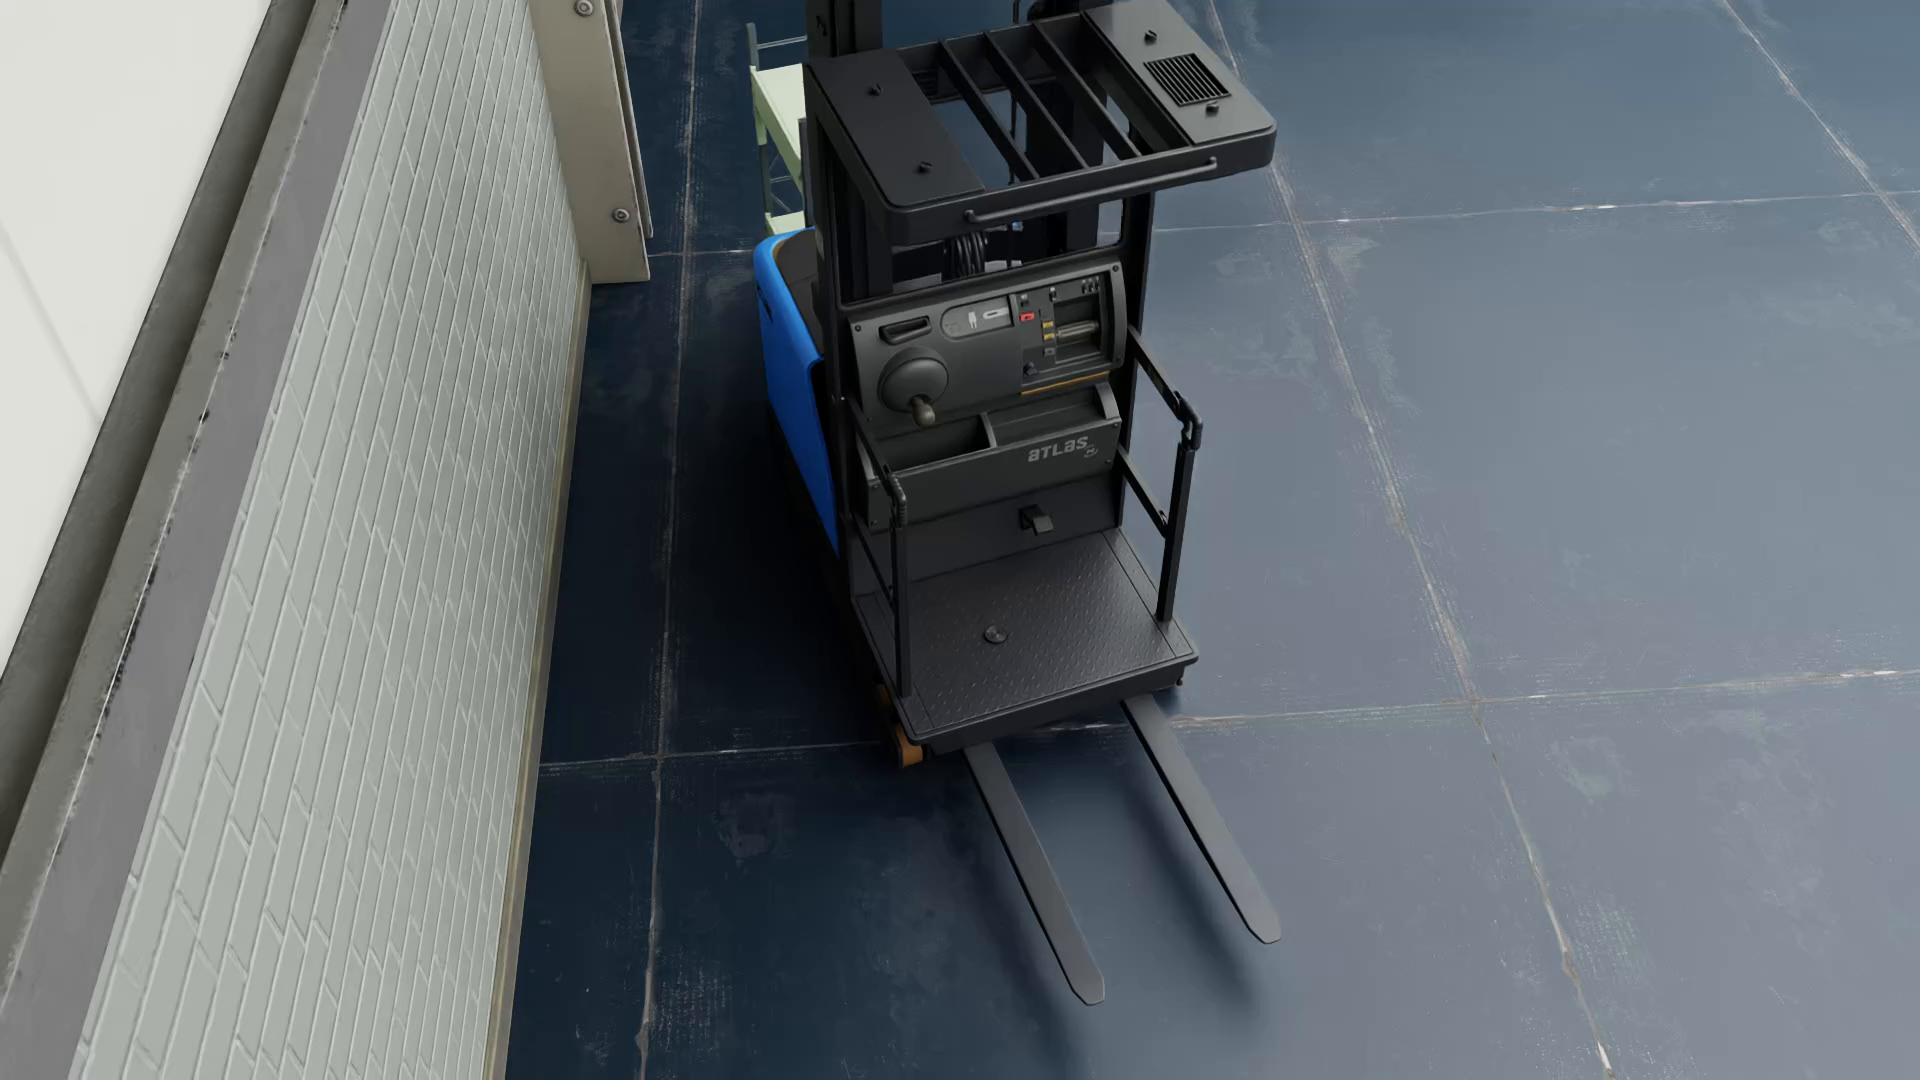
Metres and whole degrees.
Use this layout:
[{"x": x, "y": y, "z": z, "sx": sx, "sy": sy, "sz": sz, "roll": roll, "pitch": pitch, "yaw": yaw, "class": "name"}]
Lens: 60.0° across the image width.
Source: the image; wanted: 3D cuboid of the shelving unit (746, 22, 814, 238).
[{"x": -0.537, "y": -1.338, "z": 6.984, "sx": 0.431, "sy": 1.500, "sz": 0.755, "roll": -15, "pitch": 48, "yaw": -14, "class": "shelving unit"}]

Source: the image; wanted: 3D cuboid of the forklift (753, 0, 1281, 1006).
[{"x": 0.178, "y": -0.542, "z": 5.245, "sx": 1.130, "sy": 2.935, "sz": 3.031, "roll": -15, "pitch": 48, "yaw": -14, "class": "forklift"}]

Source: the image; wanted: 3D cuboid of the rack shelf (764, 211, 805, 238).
[{"x": -0.537, "y": -1.114, "z": 7.221, "sx": 0.431, "sy": 0.370, "sz": 0.720, "roll": -15, "pitch": 48, "yaw": -14, "class": "rack shelf"}]

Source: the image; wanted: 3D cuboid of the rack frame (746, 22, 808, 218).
[{"x": -0.664, "y": -1.587, "z": 7.220, "sx": 0.400, "sy": 1.500, "sz": 0.023, "roll": -15, "pitch": 48, "yaw": -14, "class": "rack frame"}]

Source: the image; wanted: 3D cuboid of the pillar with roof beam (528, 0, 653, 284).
[{"x": 2.640, "y": -4.725, "z": 5.027, "sx": 9.100, "sy": 9.000, "sz": 0.400, "roll": -3, "pitch": 47, "yaw": -3, "class": "pillar with roof beam"}]

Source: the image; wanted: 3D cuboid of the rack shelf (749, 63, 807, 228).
[{"x": -0.537, "y": -1.606, "z": 6.701, "sx": 0.431, "sy": 0.370, "sz": 0.720, "roll": -15, "pitch": 48, "yaw": -14, "class": "rack shelf"}]

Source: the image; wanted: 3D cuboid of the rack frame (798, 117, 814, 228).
[{"x": -0.410, "y": -1.089, "z": 6.748, "sx": 0.400, "sy": 1.500, "sz": 0.023, "roll": -15, "pitch": 48, "yaw": -14, "class": "rack frame"}]
